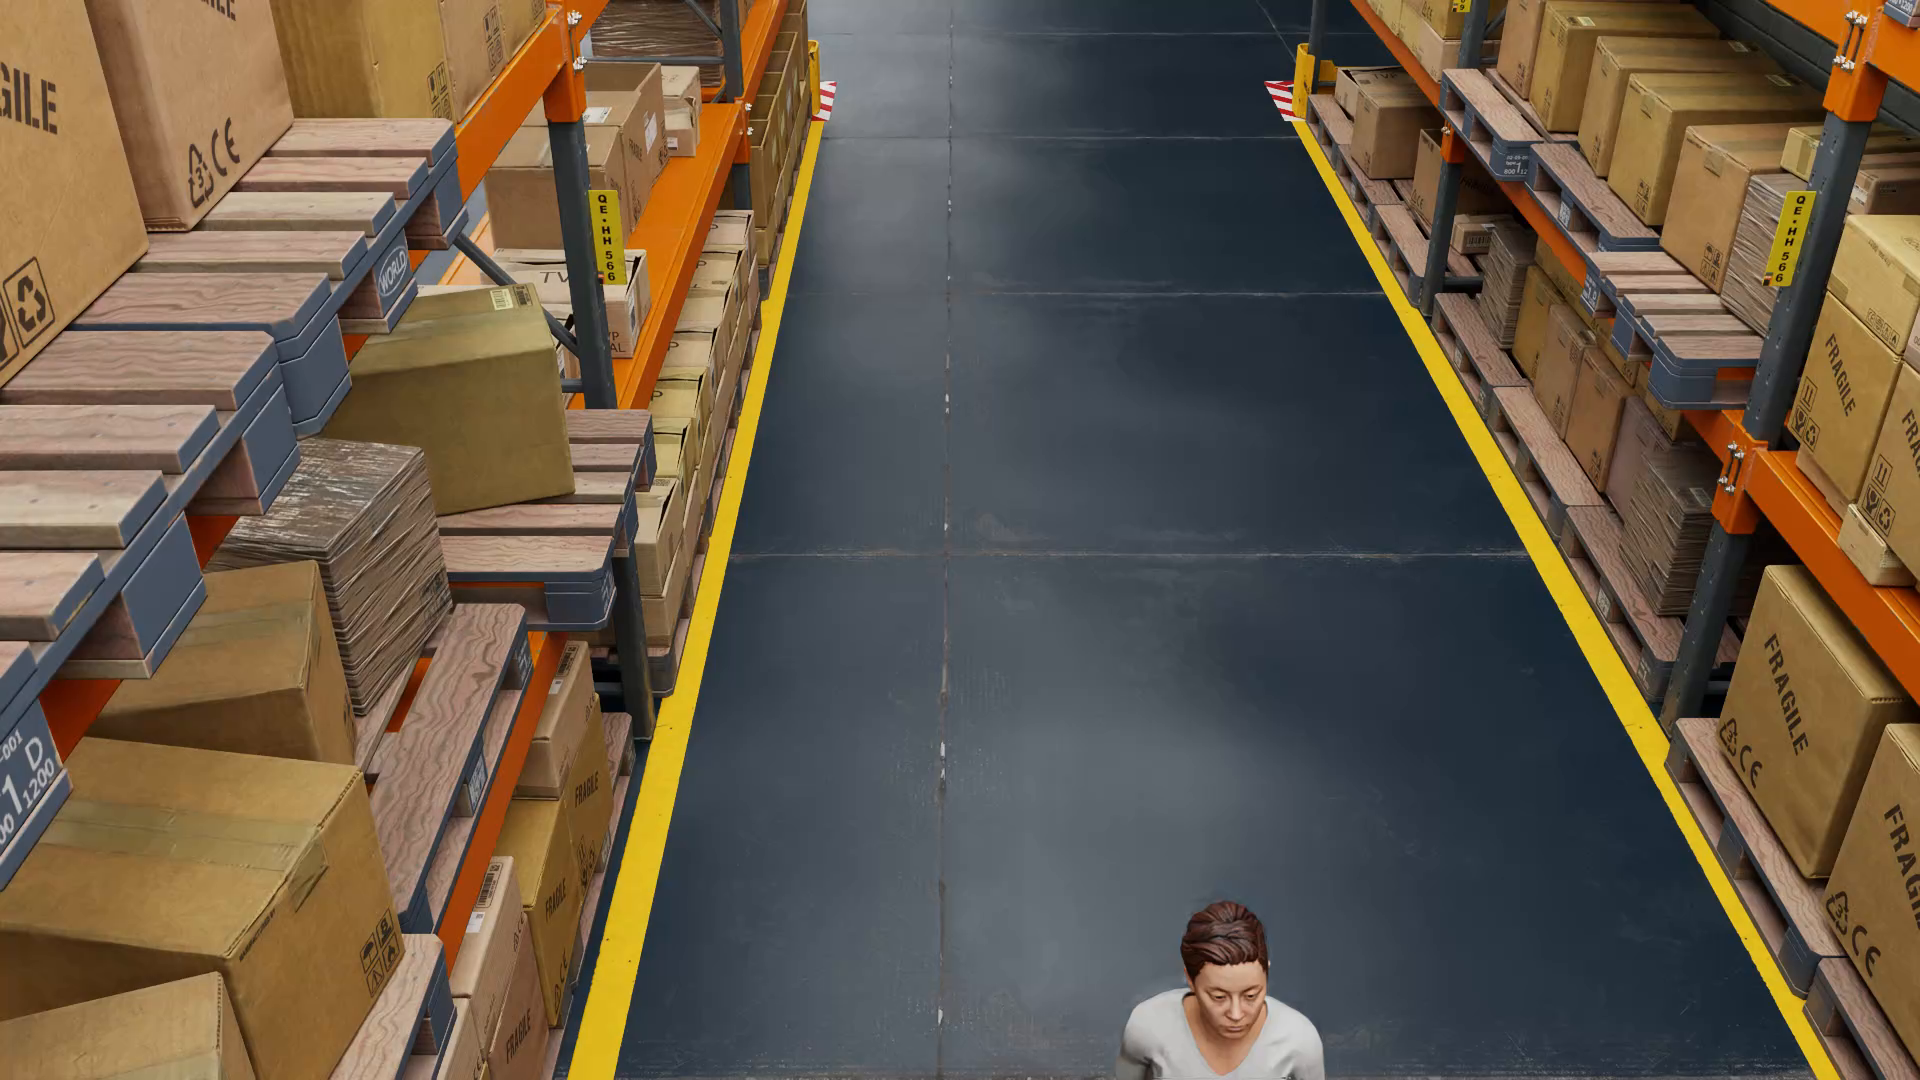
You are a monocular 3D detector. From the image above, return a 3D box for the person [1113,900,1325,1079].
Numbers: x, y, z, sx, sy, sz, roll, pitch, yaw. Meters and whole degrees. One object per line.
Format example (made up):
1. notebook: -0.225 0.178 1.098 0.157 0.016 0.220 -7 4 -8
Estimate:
1. person: 0.555 1.520 3.659 0.474 1.647 0.880 1 32 1
